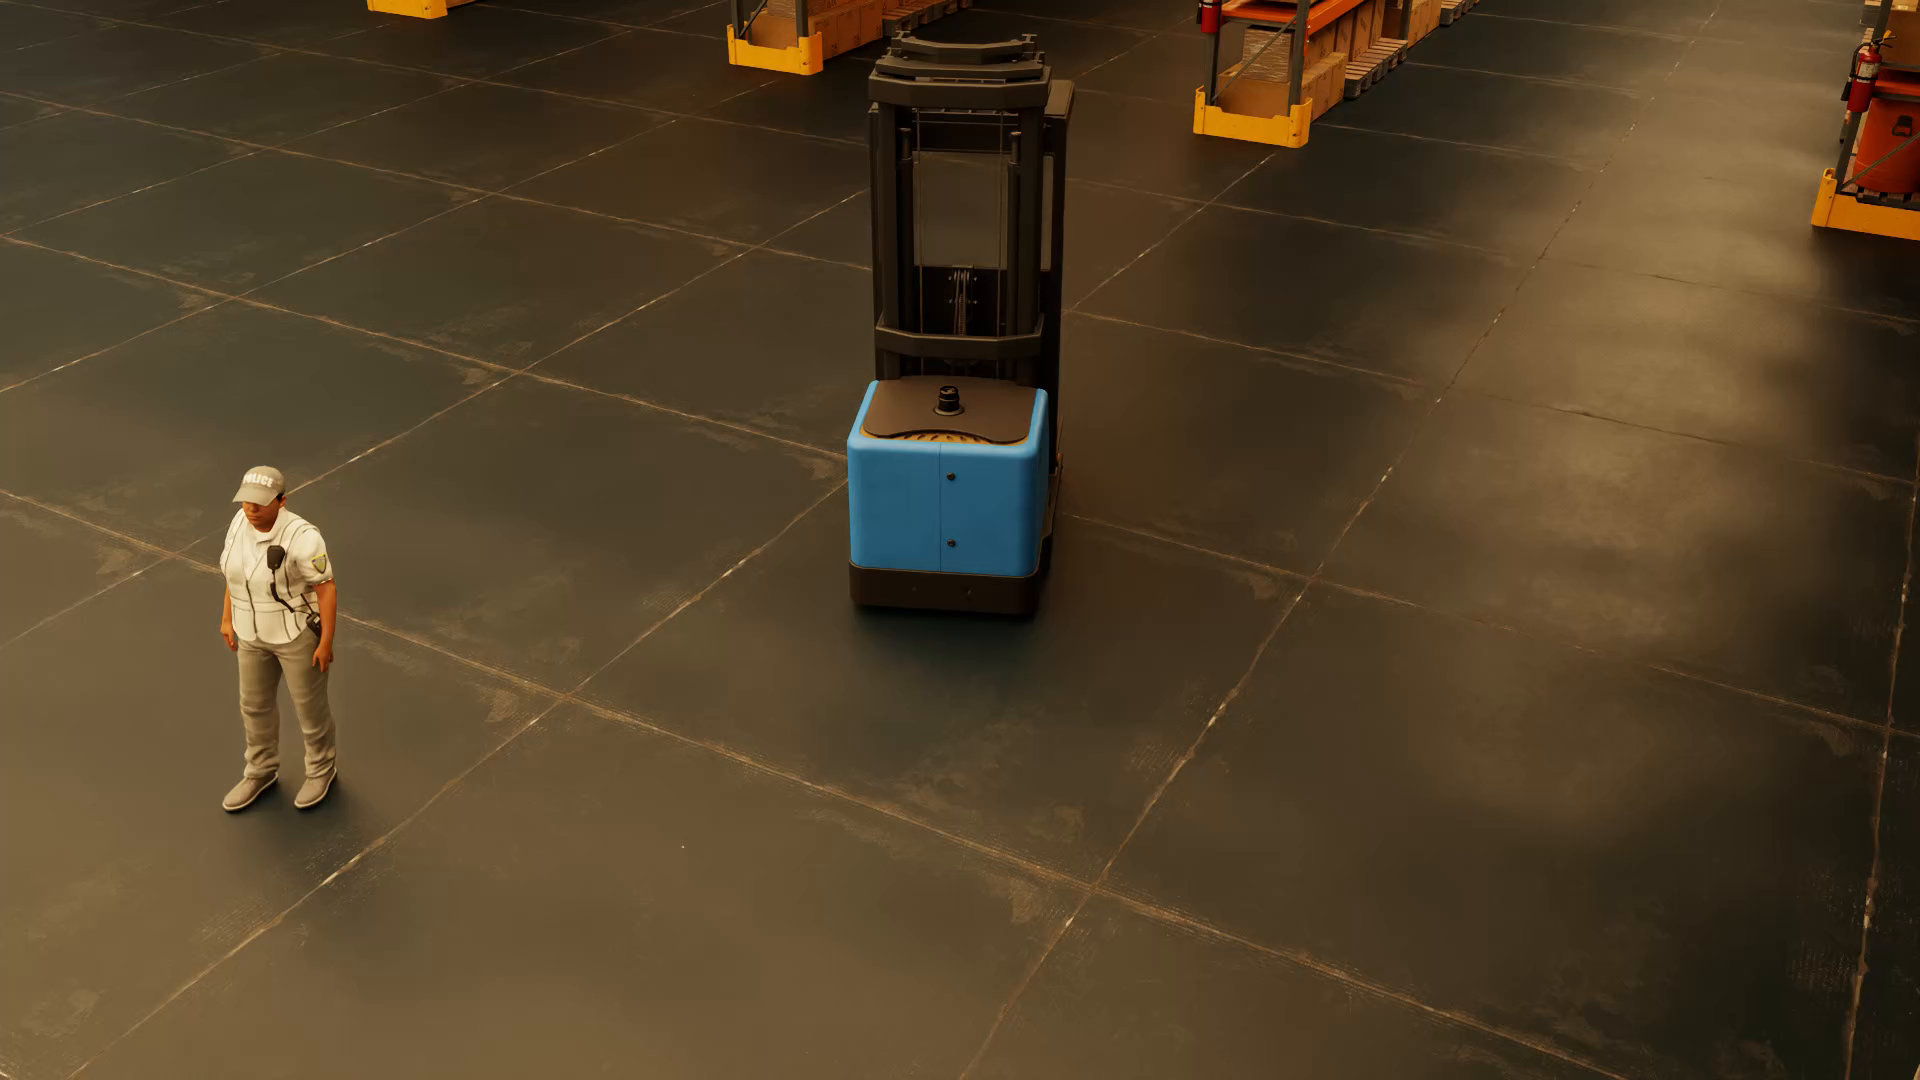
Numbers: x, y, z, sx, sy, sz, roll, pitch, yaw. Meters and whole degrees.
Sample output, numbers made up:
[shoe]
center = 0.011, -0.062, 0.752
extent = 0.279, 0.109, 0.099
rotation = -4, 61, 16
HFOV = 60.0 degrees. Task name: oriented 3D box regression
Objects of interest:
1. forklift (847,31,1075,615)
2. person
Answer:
[forklift]
center = 0.072, -1.572, 9.794
extent = 1.130, 2.935, 3.031
rotation = 3, 30, 6
[person]
center = -3.121, 0.460, 7.525
extent = 0.598, 1.670, 0.530
rotation = 8, 31, 14
